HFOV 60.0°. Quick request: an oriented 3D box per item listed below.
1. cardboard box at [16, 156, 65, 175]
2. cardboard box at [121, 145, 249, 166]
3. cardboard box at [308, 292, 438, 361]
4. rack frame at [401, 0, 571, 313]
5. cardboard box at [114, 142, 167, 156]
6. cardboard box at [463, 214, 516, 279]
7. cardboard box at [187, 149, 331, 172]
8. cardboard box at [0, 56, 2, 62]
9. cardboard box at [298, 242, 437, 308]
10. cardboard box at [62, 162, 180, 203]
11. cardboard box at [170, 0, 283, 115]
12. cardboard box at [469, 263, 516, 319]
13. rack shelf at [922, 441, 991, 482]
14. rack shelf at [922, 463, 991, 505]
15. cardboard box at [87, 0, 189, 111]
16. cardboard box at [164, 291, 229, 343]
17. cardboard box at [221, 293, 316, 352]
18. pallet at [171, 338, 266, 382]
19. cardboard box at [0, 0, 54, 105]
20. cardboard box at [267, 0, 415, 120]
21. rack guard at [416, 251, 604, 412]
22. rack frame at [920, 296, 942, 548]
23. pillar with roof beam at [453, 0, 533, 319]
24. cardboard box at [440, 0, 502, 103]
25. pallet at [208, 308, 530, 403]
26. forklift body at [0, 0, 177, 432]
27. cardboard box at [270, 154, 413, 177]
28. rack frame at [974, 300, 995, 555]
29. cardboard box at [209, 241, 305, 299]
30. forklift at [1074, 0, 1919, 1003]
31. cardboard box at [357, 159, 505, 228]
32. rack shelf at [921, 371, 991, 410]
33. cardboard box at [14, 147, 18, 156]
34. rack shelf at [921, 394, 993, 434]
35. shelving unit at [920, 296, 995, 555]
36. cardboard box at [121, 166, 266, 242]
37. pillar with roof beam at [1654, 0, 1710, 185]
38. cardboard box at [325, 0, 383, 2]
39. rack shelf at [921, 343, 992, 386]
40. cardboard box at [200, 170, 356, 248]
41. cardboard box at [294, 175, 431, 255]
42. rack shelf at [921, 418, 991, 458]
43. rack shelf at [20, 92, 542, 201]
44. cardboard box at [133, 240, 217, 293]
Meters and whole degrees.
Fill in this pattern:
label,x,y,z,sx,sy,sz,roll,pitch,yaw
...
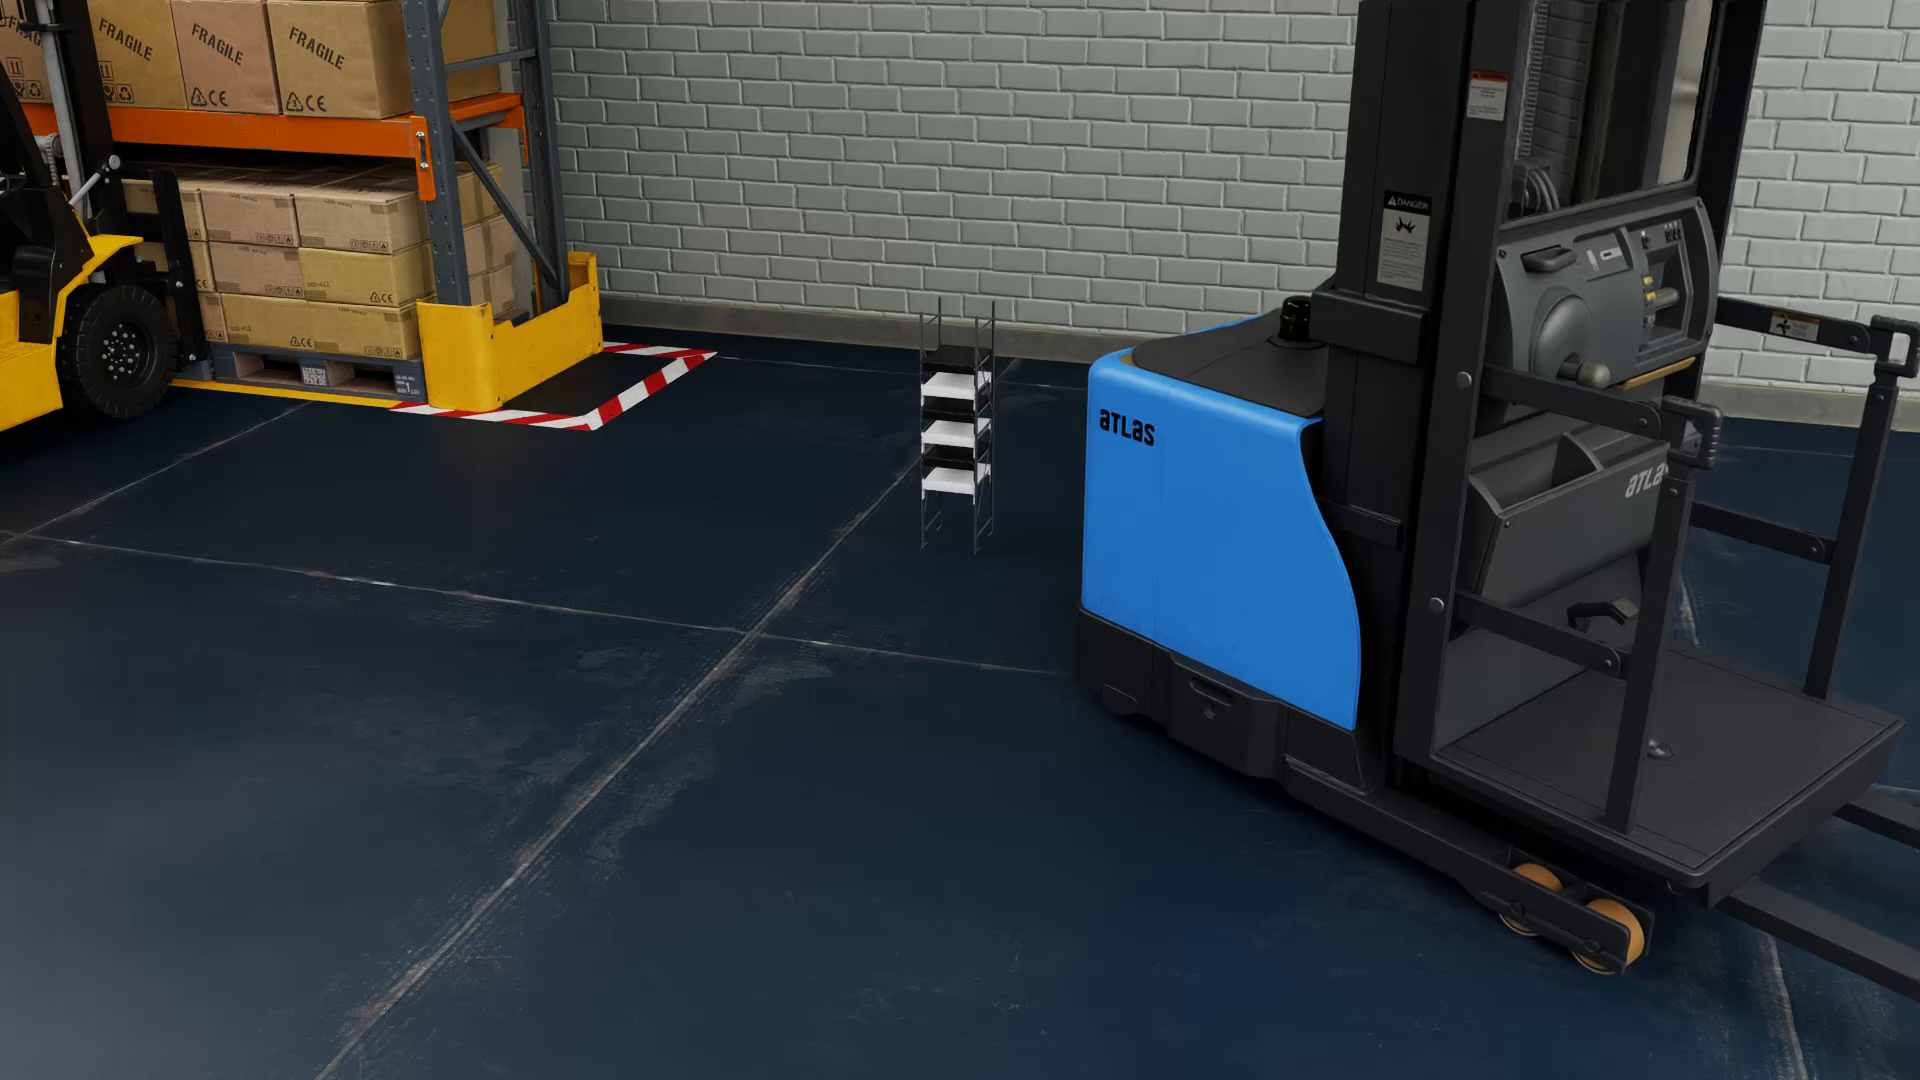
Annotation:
label,x,y,z,sx,sy,sz,roll,pitch,yaw
cardboard box,-4.696,-1.753,8.344,0.500,0.250,0.500,7,23,17
cardboard box,-4.054,-1.884,8.663,0.500,0.250,0.500,6,23,14
cardboard box,-2.746,-1.066,7.986,0.500,0.250,0.500,7,23,16
rack frame,-2.205,-2.207,7.698,0.127,3.000,1.000,7,23,16
cardboard box,-4.537,-1.936,8.790,0.500,0.250,0.500,7,23,16
cardboard box,-2.595,-1.488,8.355,0.500,0.250,0.500,7,23,16
cardboard box,-3.565,-1.826,8.520,0.500,0.250,0.500,6,23,15
cardboard box,-4.696,-2.442,8.140,0.500,0.500,0.500,6,23,15
cardboard box,-2.761,-1.300,7.899,0.500,0.250,0.500,6,23,15
cardboard box,-4.195,-1.693,8.197,0.500,0.250,0.500,6,23,14
cardboard box,-3.246,-2.272,7.725,0.500,0.500,0.500,7,23,17
cardboard box,-2.619,-1.254,8.445,0.500,0.250,0.500,7,23,16
rack shelf,-0.008,-0.303,6.148,0.200,0.077,0.258,7,23,16
rack shelf,-0.008,-0.220,6.182,0.200,0.077,0.258,7,23,16
cardboard box,-3.737,-2.328,7.862,0.500,0.500,0.500,6,23,14
cardboard box,-3.696,-1.182,8.269,0.500,0.250,0.500,7,23,16
cardboard box,-3.219,-1.124,8.128,0.500,0.250,0.500,7,23,15
pallet,-4.113,-1.120,8.723,1.213,0.211,1.003,7,23,15
cardboard box,-4.221,-2.379,7.987,0.500,0.500,0.500,7,23,16
cardboard box,-2.752,-2.212,7.578,0.500,0.500,0.500,6,23,14
rack guard,-2.182,-1.048,8.166,0.348,0.500,1.175,7,23,16
rack frame,-0.105,-0.428,6.129,0.006,0.900,0.240,7,23,16
pillar with roof beam,-3.855,-3.822,3.731,0.400,9.000,9.100,7,23,16
cardboard box,-2.599,-2.409,8.058,0.500,0.500,0.500,7,23,17
pallet,-2.949,-0.986,8.395,1.213,0.211,1.003,7,23,16
forklift body,-4.547,-1.360,6.750,1.214,2.155,2.313,7,23,16
cardboard box,-3.090,-1.767,8.377,0.500,0.250,0.500,7,23,16
rack frame,0.090,-0.406,6.074,0.006,0.900,0.240,7,23,16
cardboard box,-3.238,-1.359,8.042,0.500,0.250,0.500,6,23,15
forklift,1.685,-0.573,3.805,1.130,2.935,3.031,-18,28,-37
cardboard box,-2.610,-1.713,8.247,0.500,0.250,0.500,6,23,15
rack shelf,-0.008,-0.553,6.046,0.200,0.077,0.258,7,23,16
cardboard box,-5.018,-1.997,8.938,0.500,0.250,0.500,6,23,15
rack shelf,-0.008,-0.470,6.080,0.200,0.077,0.258,7,23,16
shelving unit,-0.008,-0.417,6.101,0.210,0.900,0.258,7,23,16
cardboard box,-3.712,-1.635,8.055,0.500,0.250,0.500,7,23,16
pillar with roof beam,1.890,-3.165,2.128,0.400,9.000,9.100,7,23,16
cardboard box,-2.618,-2.490,7.401,0.250,0.149,0.380,7,23,16
rack shelf,-0.008,-0.636,6.012,0.200,0.077,0.258,7,23,16
cardboard box,-3.226,-1.583,7.929,0.500,0.250,0.500,7,23,16
cardboard box,-2.736,-1.529,7.798,0.500,0.250,0.500,7,23,17
rack shelf,-0.008,-0.386,6.114,0.200,0.077,0.258,7,23,16
rack shelf,-4.120,-2.094,8.369,4.000,0.370,1.077,7,23,16
cardboard box,-3.738,-1.408,8.162,0.500,0.250,0.500,6,23,14
